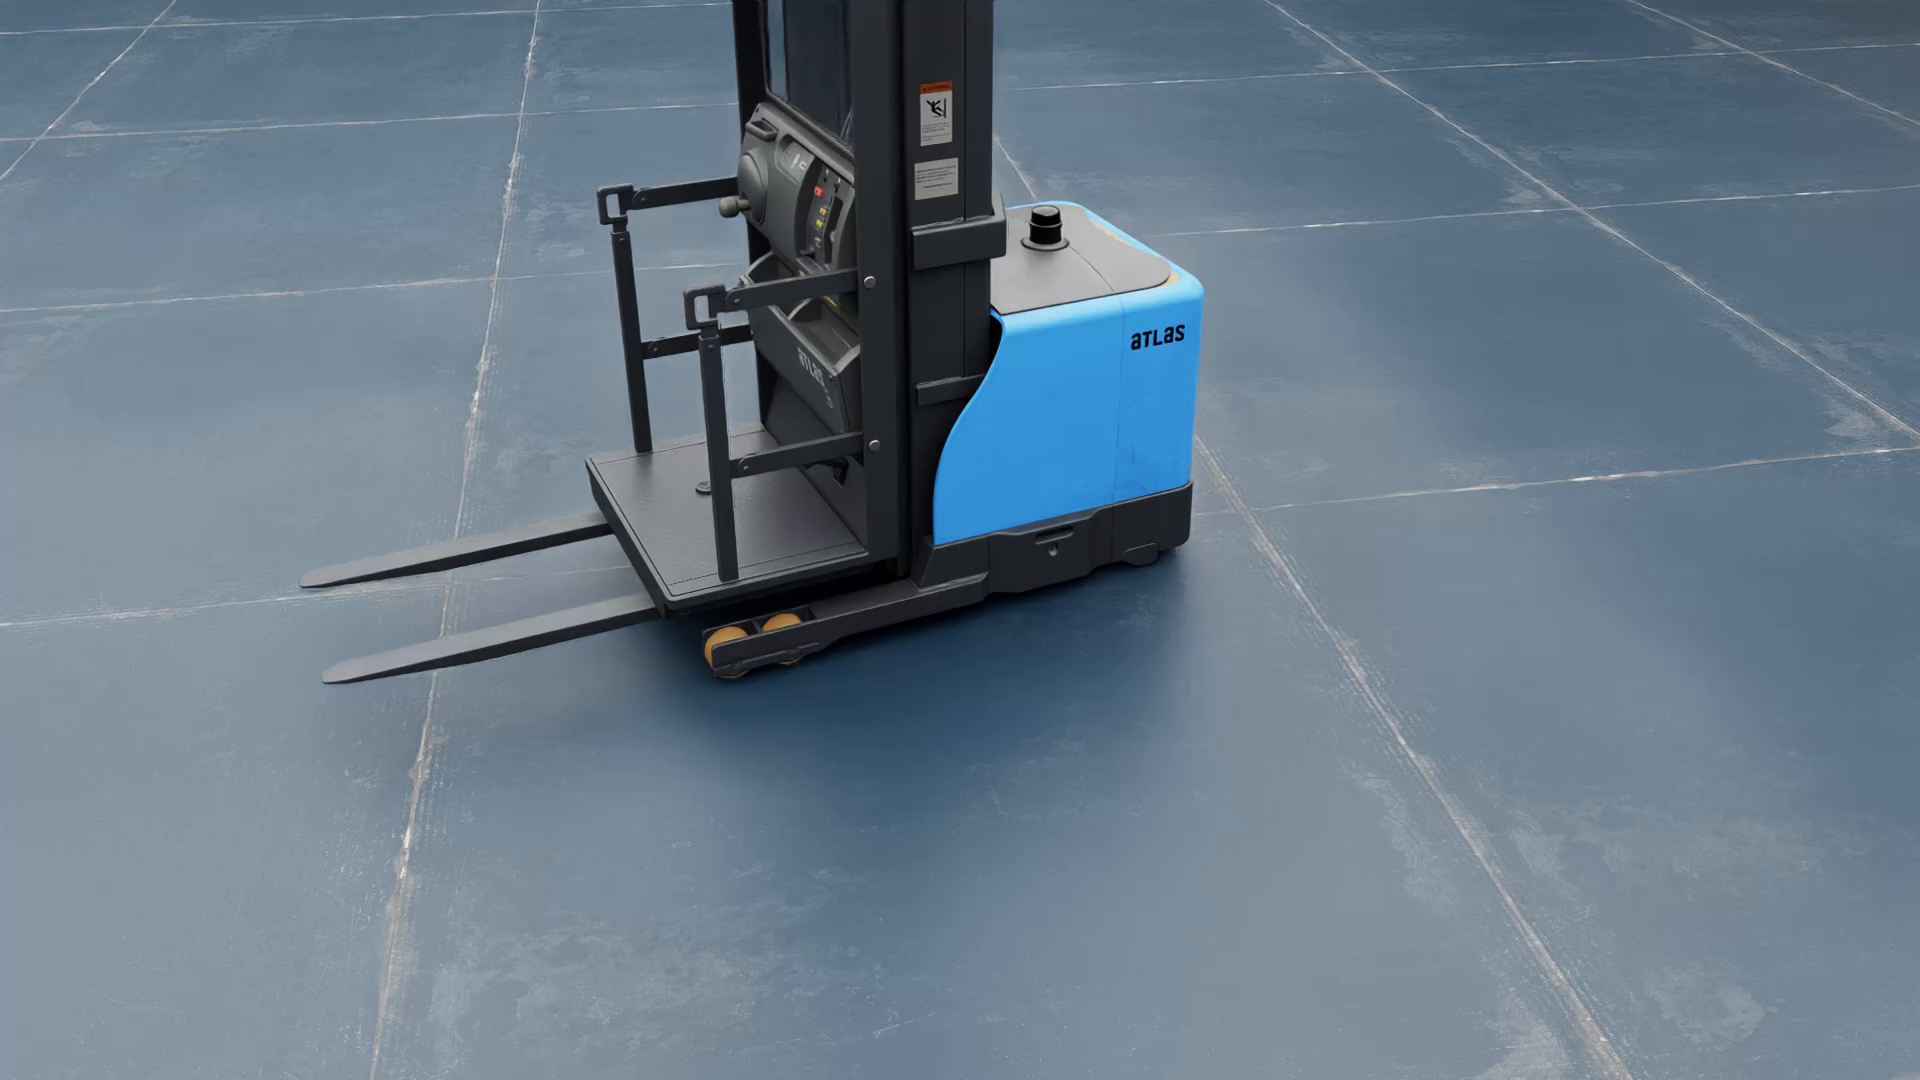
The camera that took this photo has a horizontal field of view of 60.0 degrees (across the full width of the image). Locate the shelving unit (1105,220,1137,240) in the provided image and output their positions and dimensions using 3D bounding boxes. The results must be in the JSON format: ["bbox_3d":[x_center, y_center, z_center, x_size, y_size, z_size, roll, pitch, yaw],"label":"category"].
[{"bbox_3d":[0.542,-0.816,6.750,0.210,0.900,0.258,-15,34,-24],"label":"shelving unit"}]

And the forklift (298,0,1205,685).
[{"bbox_3d":[-0.711,-1.113,5.252,3.031,2.935,1.130,-13,33,-21],"label":"forklift"}]

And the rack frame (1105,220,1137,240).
[{"bbox_3d":[0.631,-0.841,6.792,0.006,0.900,0.240,-15,34,-24],"label":"rack frame"}]
